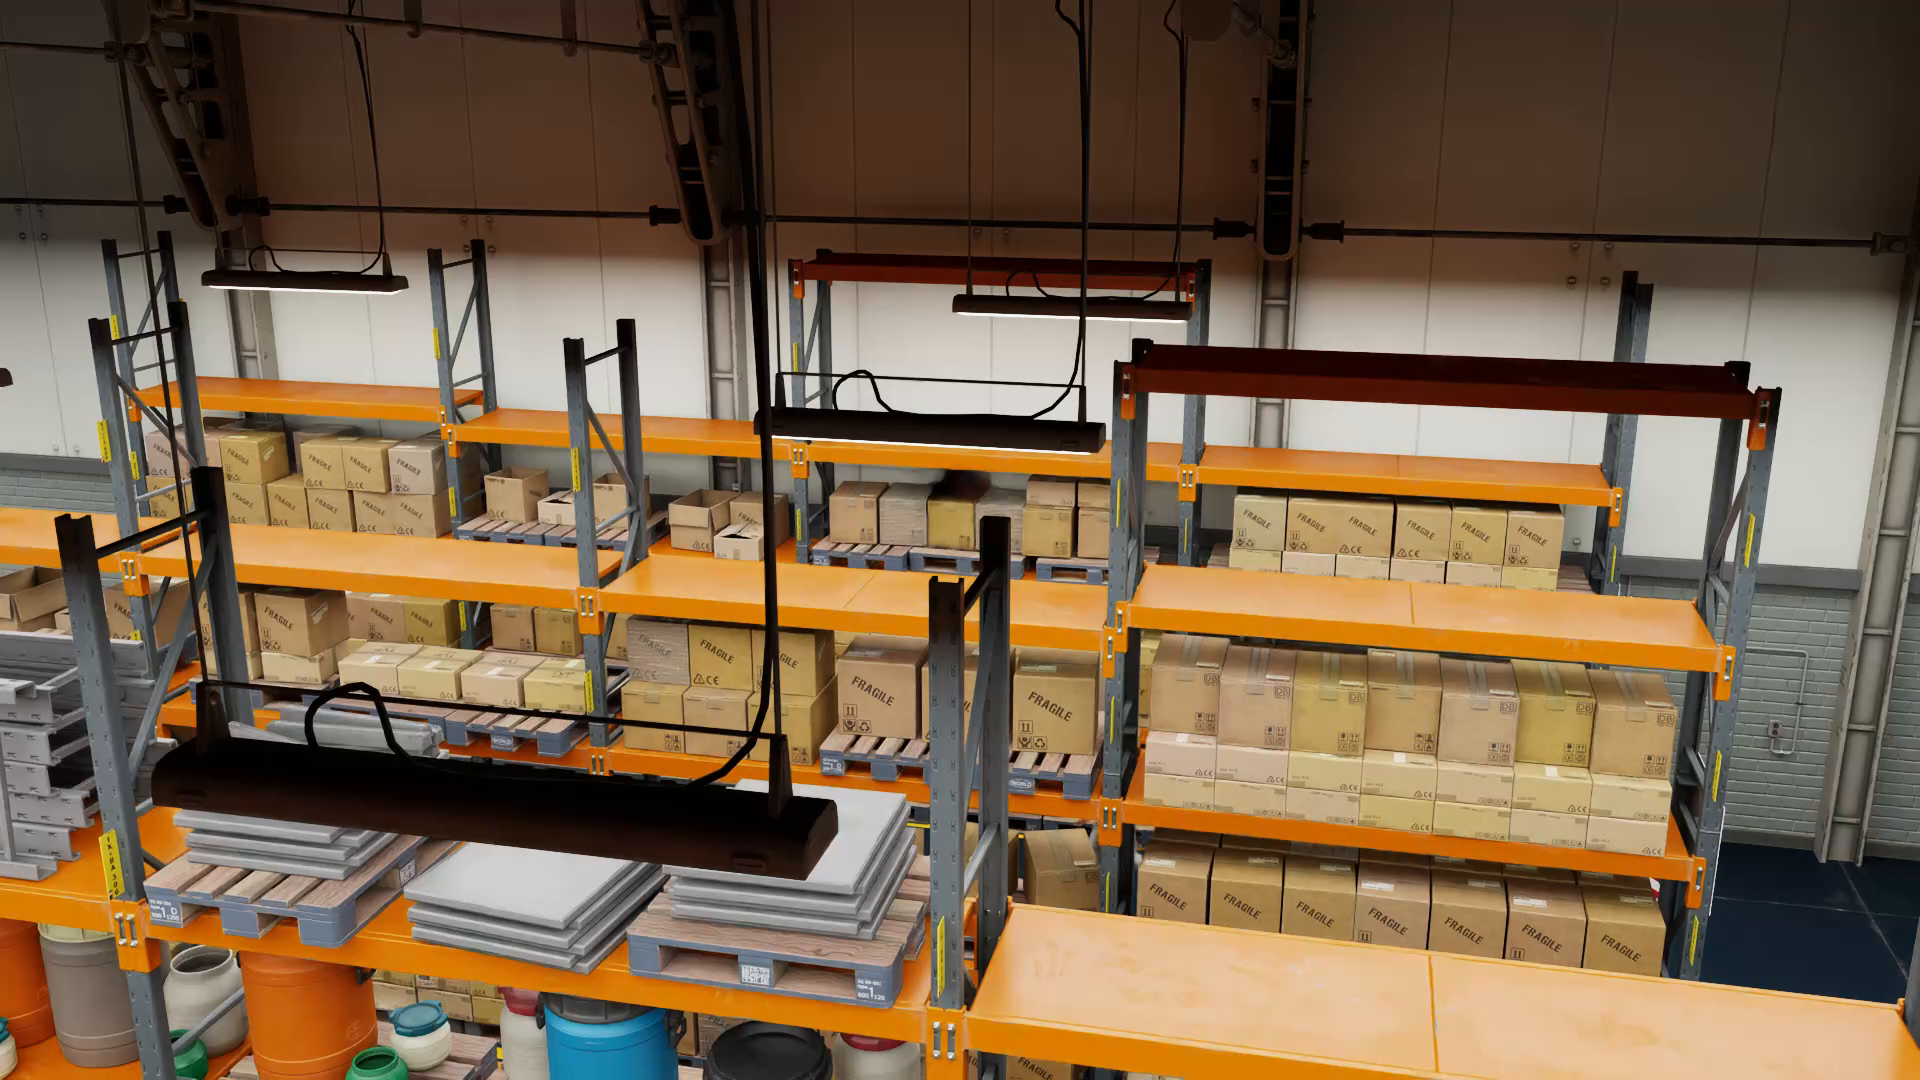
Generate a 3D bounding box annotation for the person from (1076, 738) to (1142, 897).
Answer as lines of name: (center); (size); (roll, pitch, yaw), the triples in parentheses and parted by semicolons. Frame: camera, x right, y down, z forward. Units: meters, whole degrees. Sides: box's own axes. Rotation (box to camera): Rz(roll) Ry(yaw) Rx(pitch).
person: (1.449, 2.558, 15.584); (1.084, 1.730, 0.523); (3, 17, 9)
